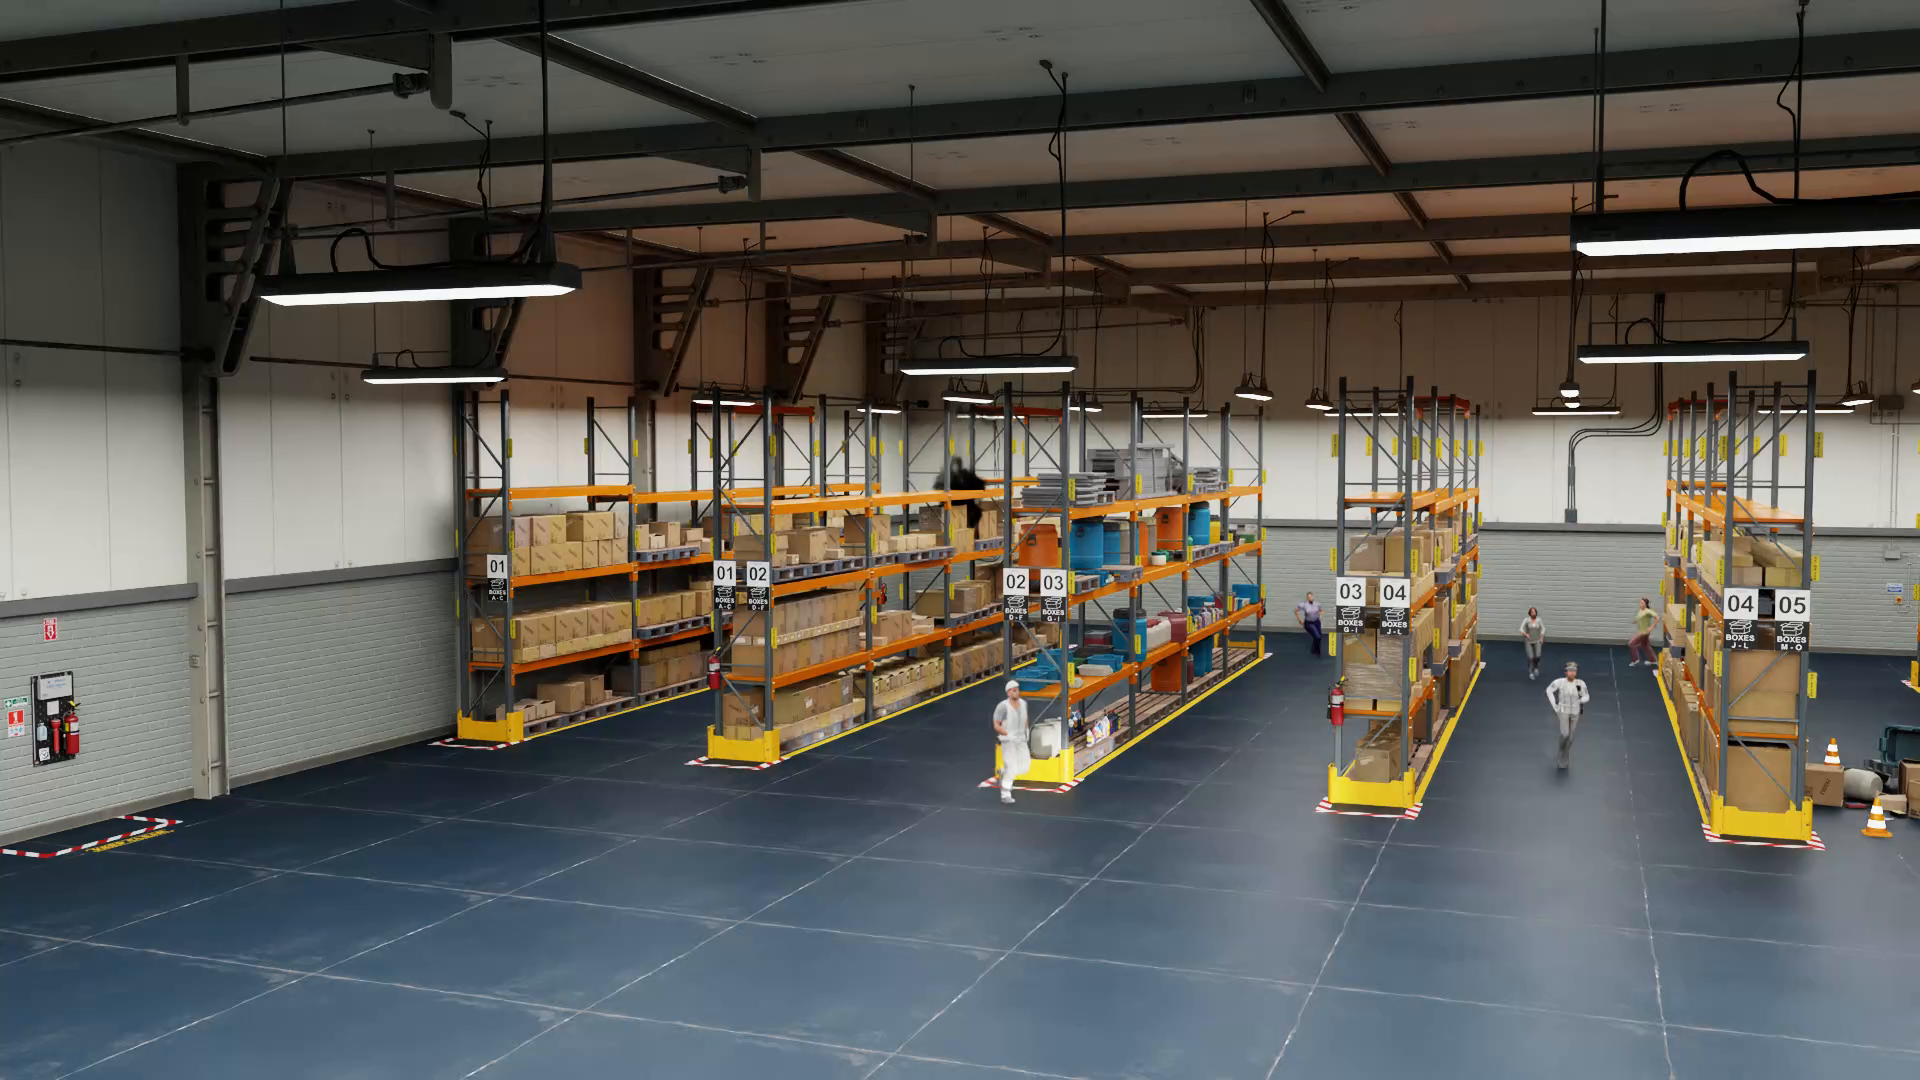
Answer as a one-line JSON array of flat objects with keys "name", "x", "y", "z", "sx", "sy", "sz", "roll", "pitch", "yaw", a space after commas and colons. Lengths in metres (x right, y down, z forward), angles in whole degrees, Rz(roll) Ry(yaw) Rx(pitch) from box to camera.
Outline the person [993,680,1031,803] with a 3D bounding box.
[{"name": "person", "x": 0.755, "y": 2.846, "z": 23.487, "sx": 0.684, "sy": 1.744, "sz": 0.675, "roll": -2, "pitch": 4, "yaw": -35}]

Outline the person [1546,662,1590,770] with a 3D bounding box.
[{"name": "person", "x": 9.516, "y": 2.733, "z": 25.991, "sx": 0.600, "sy": 1.688, "sz": 0.718, "roll": 0, "pitch": 3, "yaw": 6}]

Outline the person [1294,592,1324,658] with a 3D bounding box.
[{"name": "person", "x": 8.423, "y": 2.047, "z": 39.791, "sx": 0.758, "sy": 1.620, "sz": 0.717, "roll": -1, "pitch": 3, "yaw": -22}]

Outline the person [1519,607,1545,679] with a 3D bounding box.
[{"name": "person", "x": 12.408, "y": 2.237, "z": 36.030, "sx": 0.544, "sy": 1.567, "sz": 0.545, "roll": 1, "pitch": 3, "yaw": 12}]

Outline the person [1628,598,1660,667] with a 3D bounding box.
[{"name": "person", "x": 15.623, "y": 2.122, "z": 37.931, "sx": 0.742, "sy": 1.638, "sz": 0.711, "roll": 0, "pitch": 3, "yaw": 6}]
